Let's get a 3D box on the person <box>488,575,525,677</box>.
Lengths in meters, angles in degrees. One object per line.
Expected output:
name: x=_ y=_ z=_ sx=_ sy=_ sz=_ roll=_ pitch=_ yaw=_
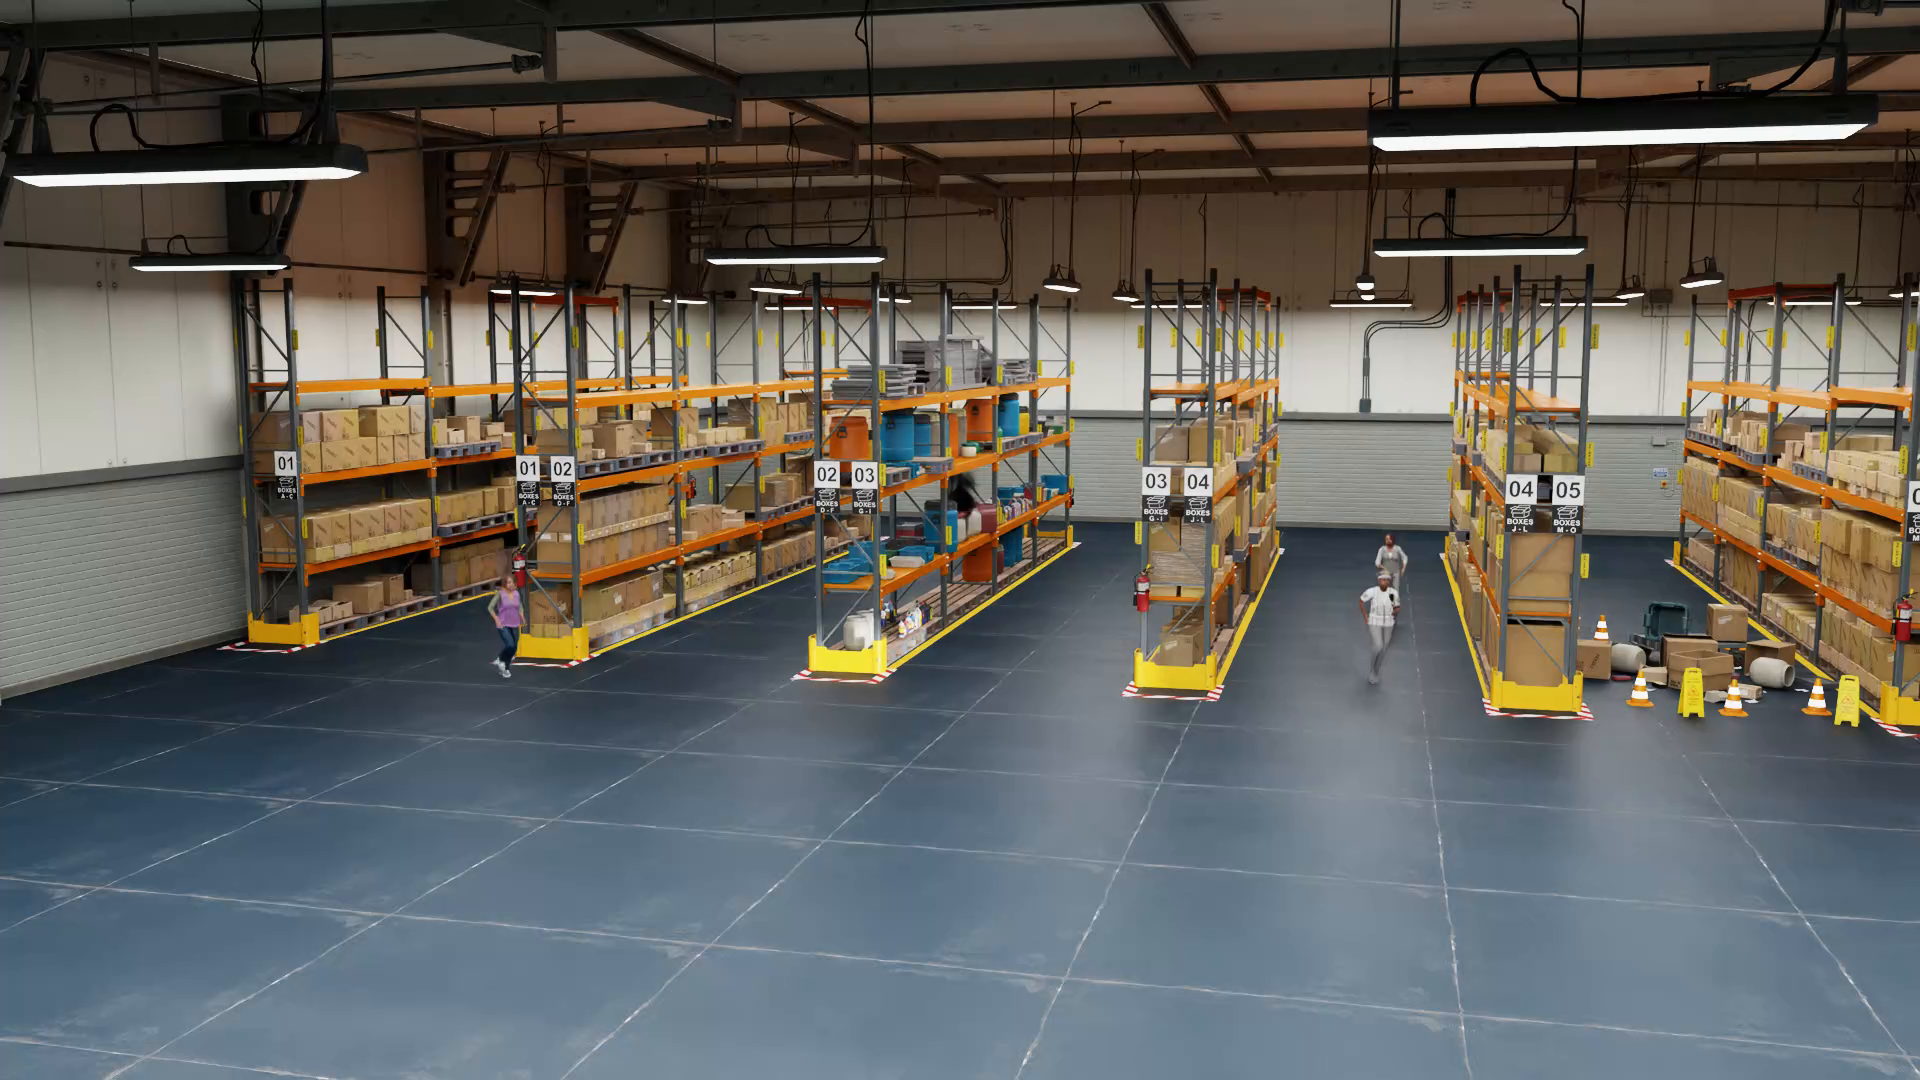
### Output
person: x=-6.703 y=1.287 z=24.706 sx=0.507 sy=1.548 sz=0.565 roll=-6 pitch=9 yaw=-43

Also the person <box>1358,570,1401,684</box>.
person: x=6.160 y=1.252 z=24.327 sx=0.564 sy=1.664 sz=0.703 roll=-1 pitch=7 yaw=-6

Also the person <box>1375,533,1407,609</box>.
person: x=7.699 y=0.660 z=29.728 sx=0.546 sy=1.564 sz=0.635 roll=2 pitch=7 yaw=16
